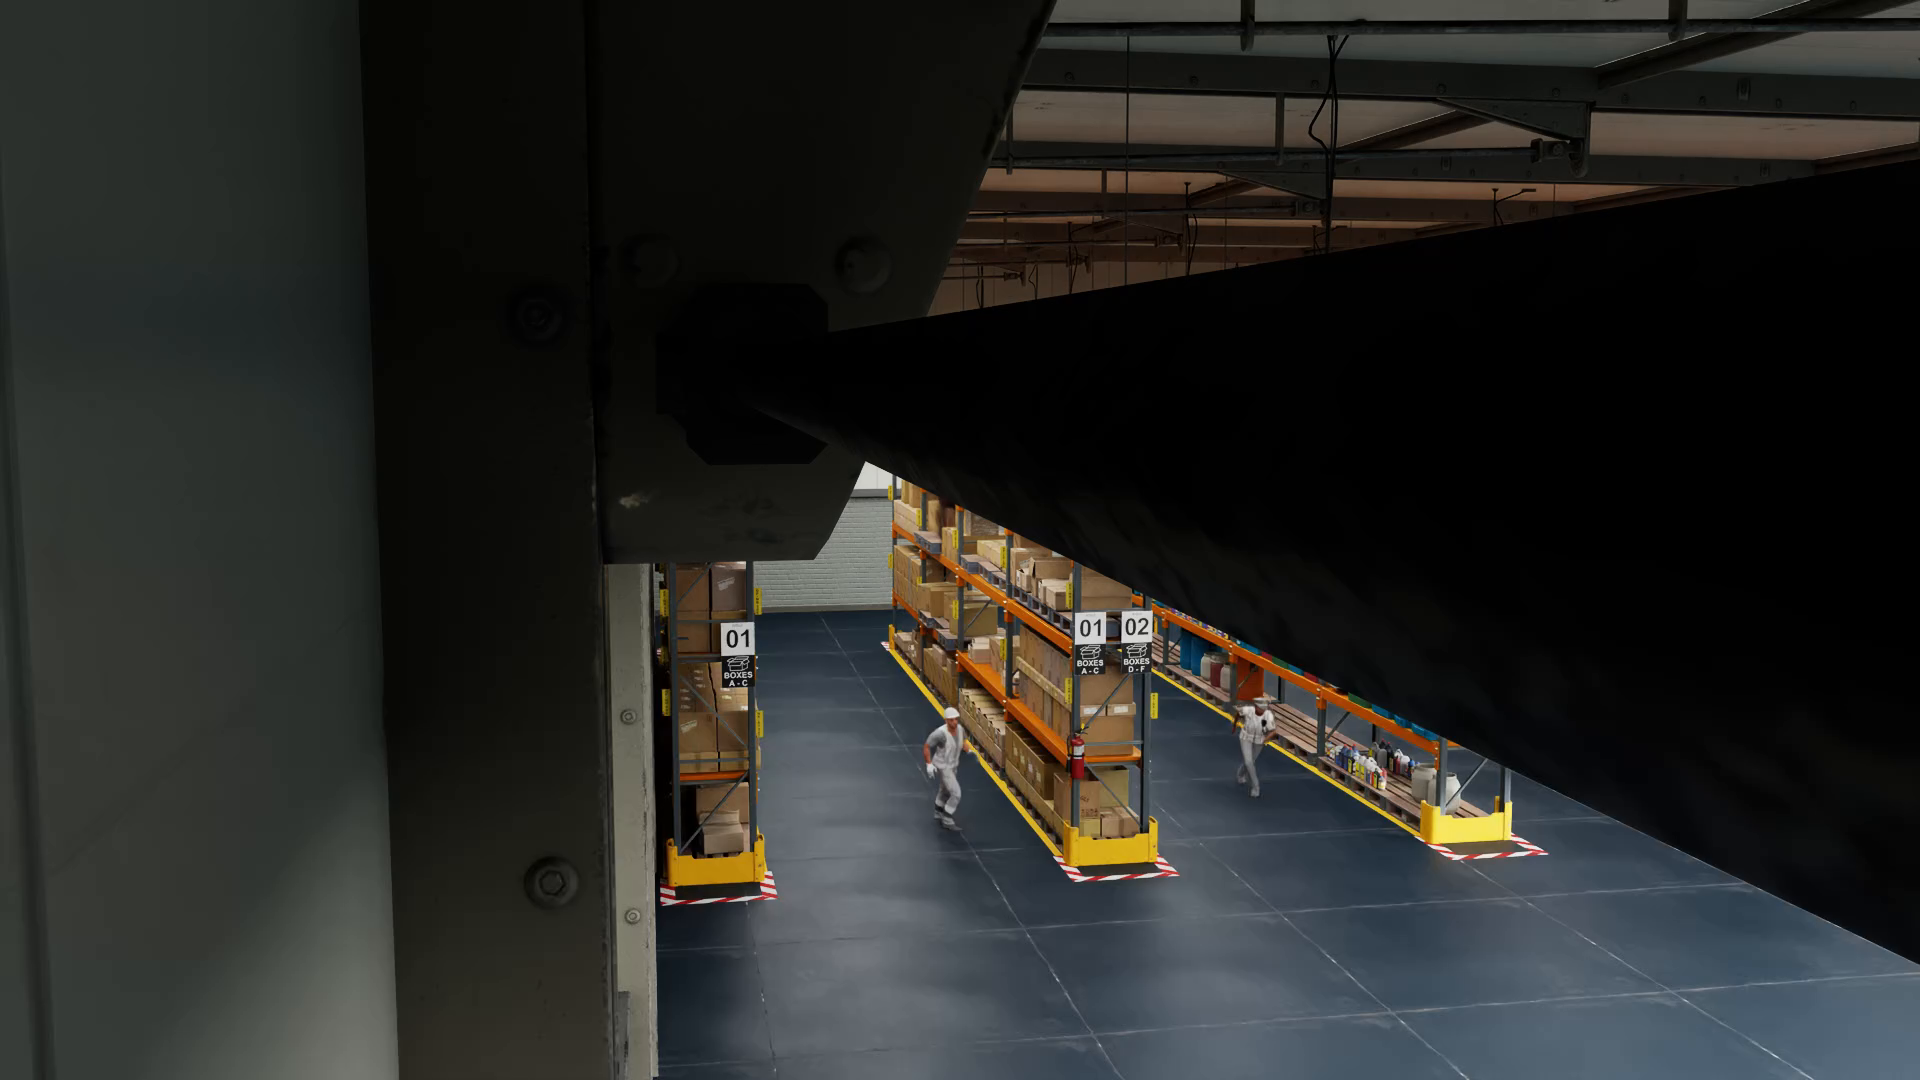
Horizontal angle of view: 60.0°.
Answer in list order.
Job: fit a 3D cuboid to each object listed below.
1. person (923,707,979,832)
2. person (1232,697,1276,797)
[{"bbox_3d":[-0.119,3.079,22.432,0.792,1.728,0.659,4,7,32],"label":"person"},{"bbox_3d":[4.288,2.945,24.344,0.581,1.457,1.079,0,6,-1],"label":"person"}]
